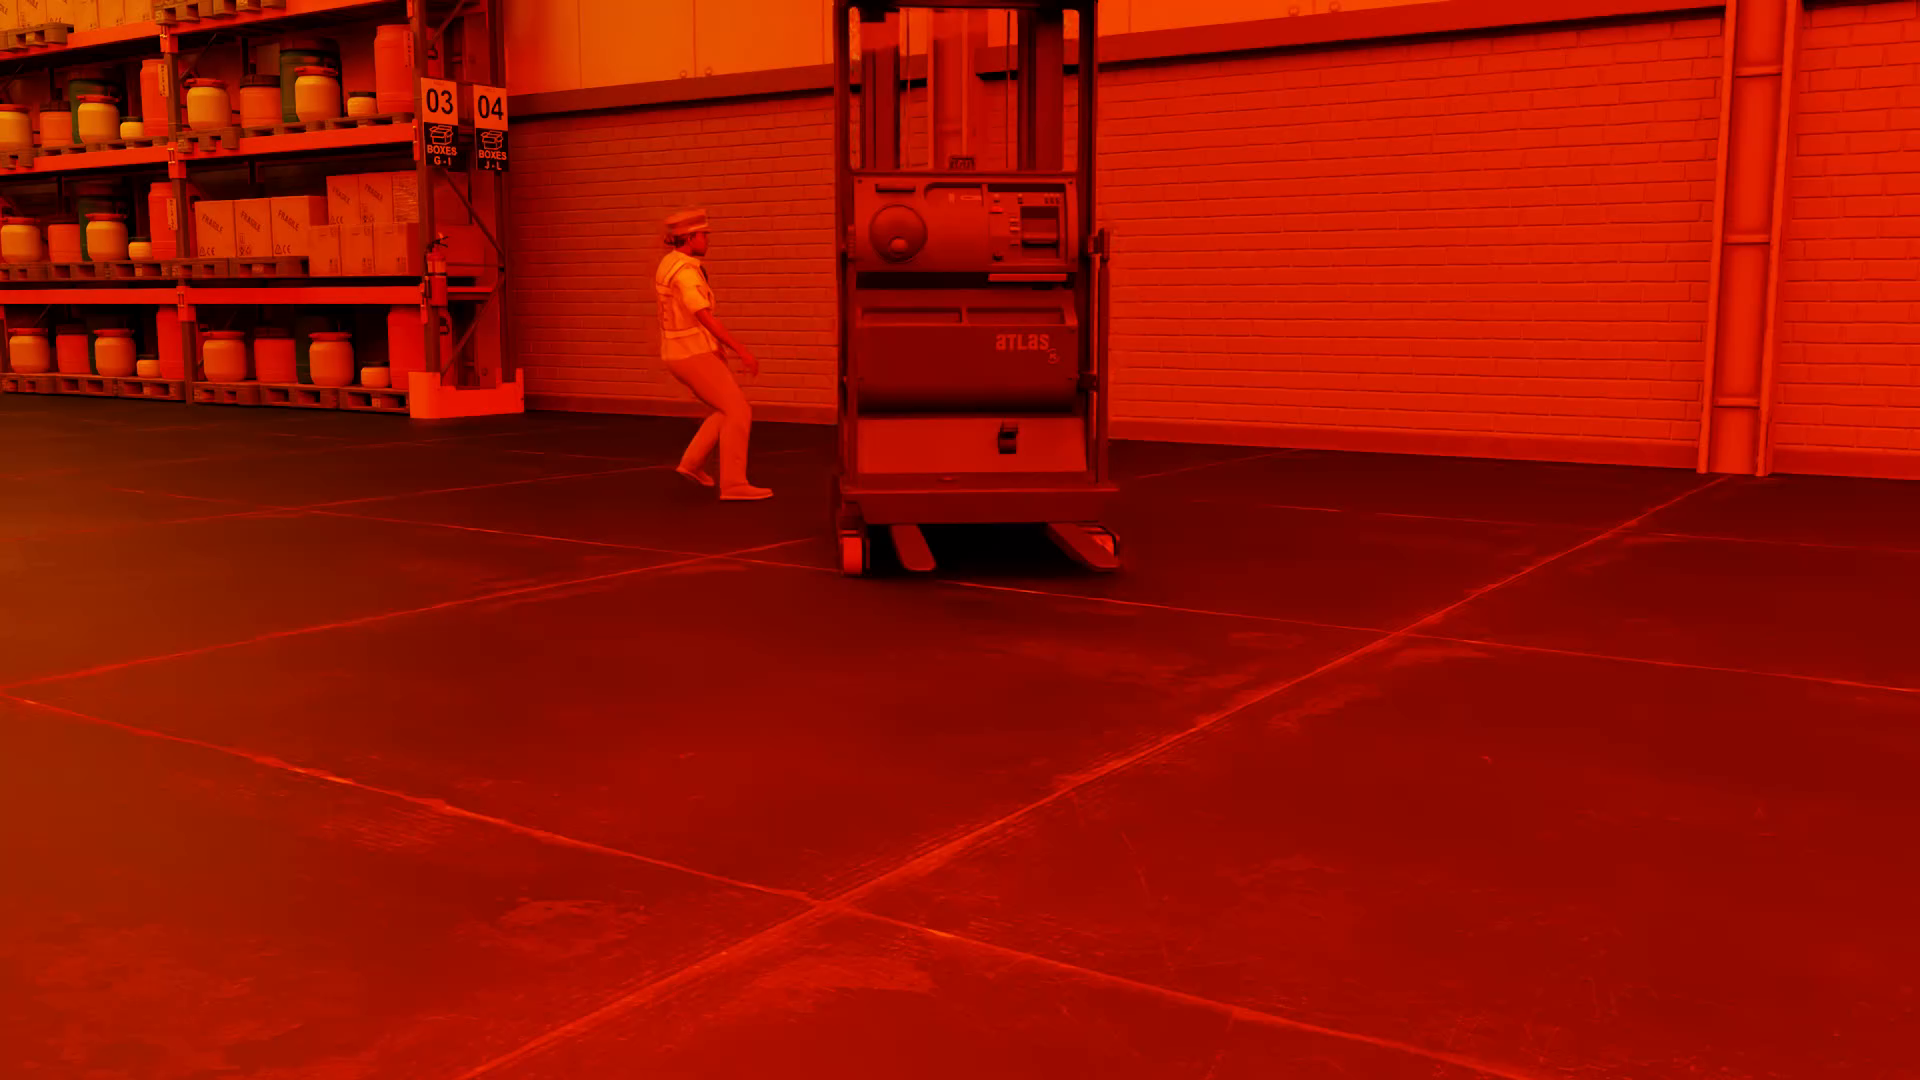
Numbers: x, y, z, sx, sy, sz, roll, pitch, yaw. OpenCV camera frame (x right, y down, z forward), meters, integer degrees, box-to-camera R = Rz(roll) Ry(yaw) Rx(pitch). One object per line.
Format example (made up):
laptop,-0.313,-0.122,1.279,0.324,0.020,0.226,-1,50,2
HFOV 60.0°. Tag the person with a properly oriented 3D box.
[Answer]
person,-1.374,-1.029,9.189,0.573,1.582,0.700,-3,8,-18

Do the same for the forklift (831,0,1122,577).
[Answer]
forklift,0.047,-1.351,6.697,1.130,2.935,3.031,-1,8,-5
